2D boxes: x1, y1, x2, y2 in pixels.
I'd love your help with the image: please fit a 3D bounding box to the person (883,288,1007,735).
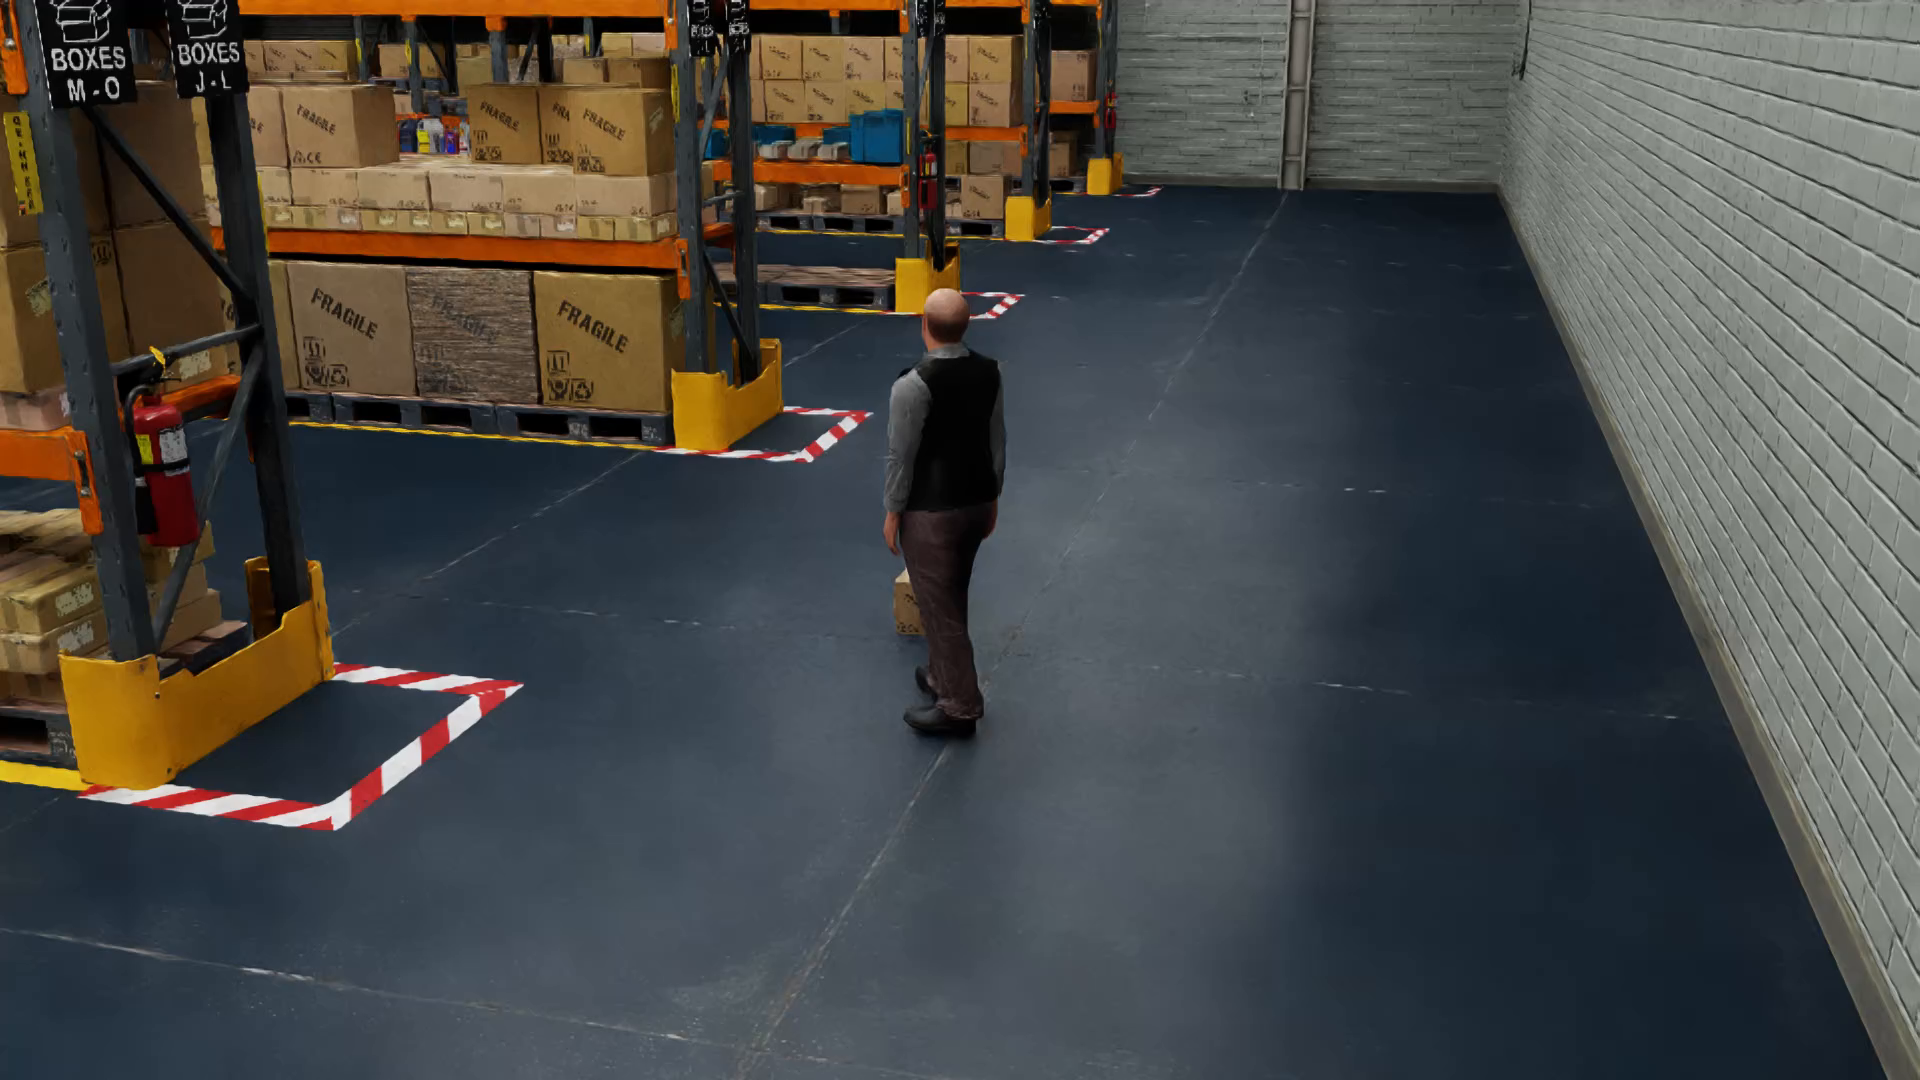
[{"bbox_3d":[-0.098,-0.120,6.452,0.596,1.723,0.538,16,24,41],"label":"person"}]
